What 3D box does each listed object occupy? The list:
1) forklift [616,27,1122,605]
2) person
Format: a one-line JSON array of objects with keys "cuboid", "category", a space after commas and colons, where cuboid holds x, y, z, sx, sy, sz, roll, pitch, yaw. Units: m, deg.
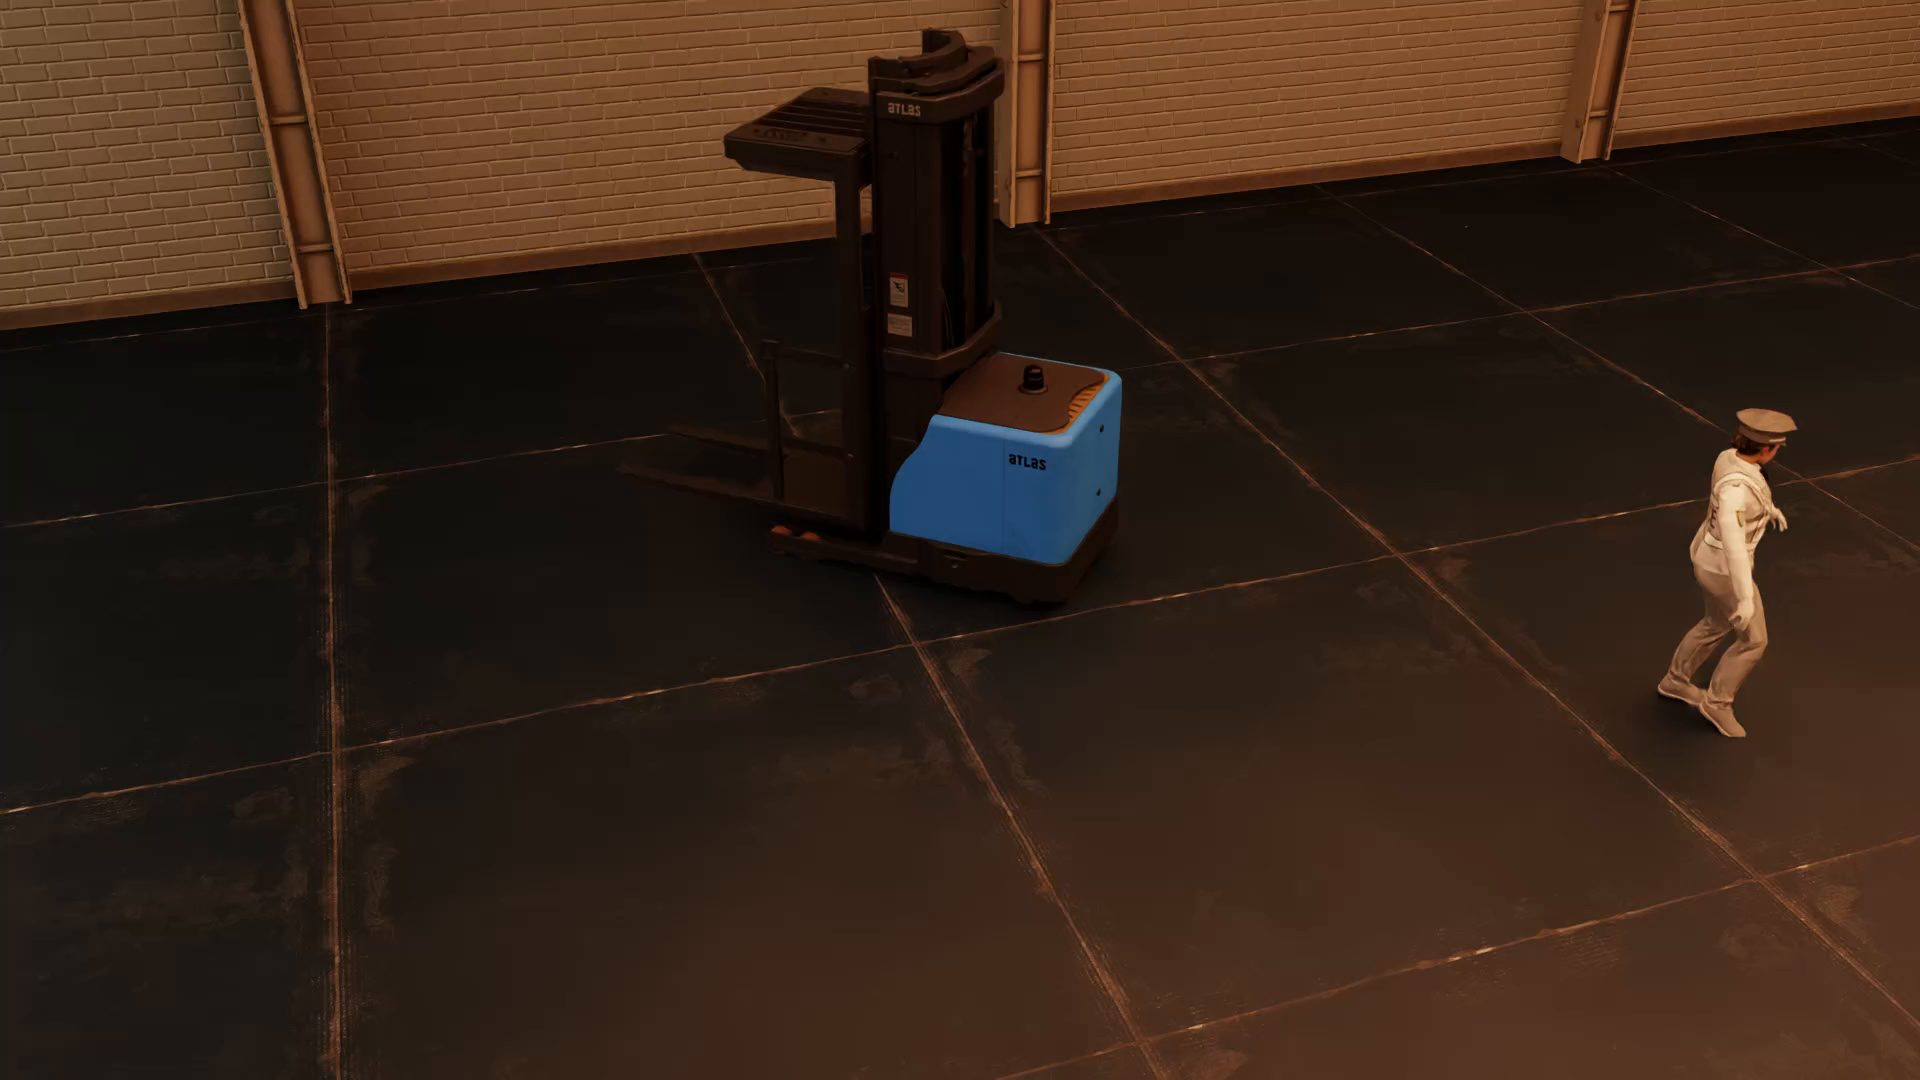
[{"cuboid": [-0.621, -1.376, 9.478, 3.031, 2.935, 1.130, 12, 32, 20], "category": "forklift"}, {"cuboid": [3.806, 0.163, 8.148, 0.461, 1.694, 0.859, 12, 32, 19], "category": "person"}]
